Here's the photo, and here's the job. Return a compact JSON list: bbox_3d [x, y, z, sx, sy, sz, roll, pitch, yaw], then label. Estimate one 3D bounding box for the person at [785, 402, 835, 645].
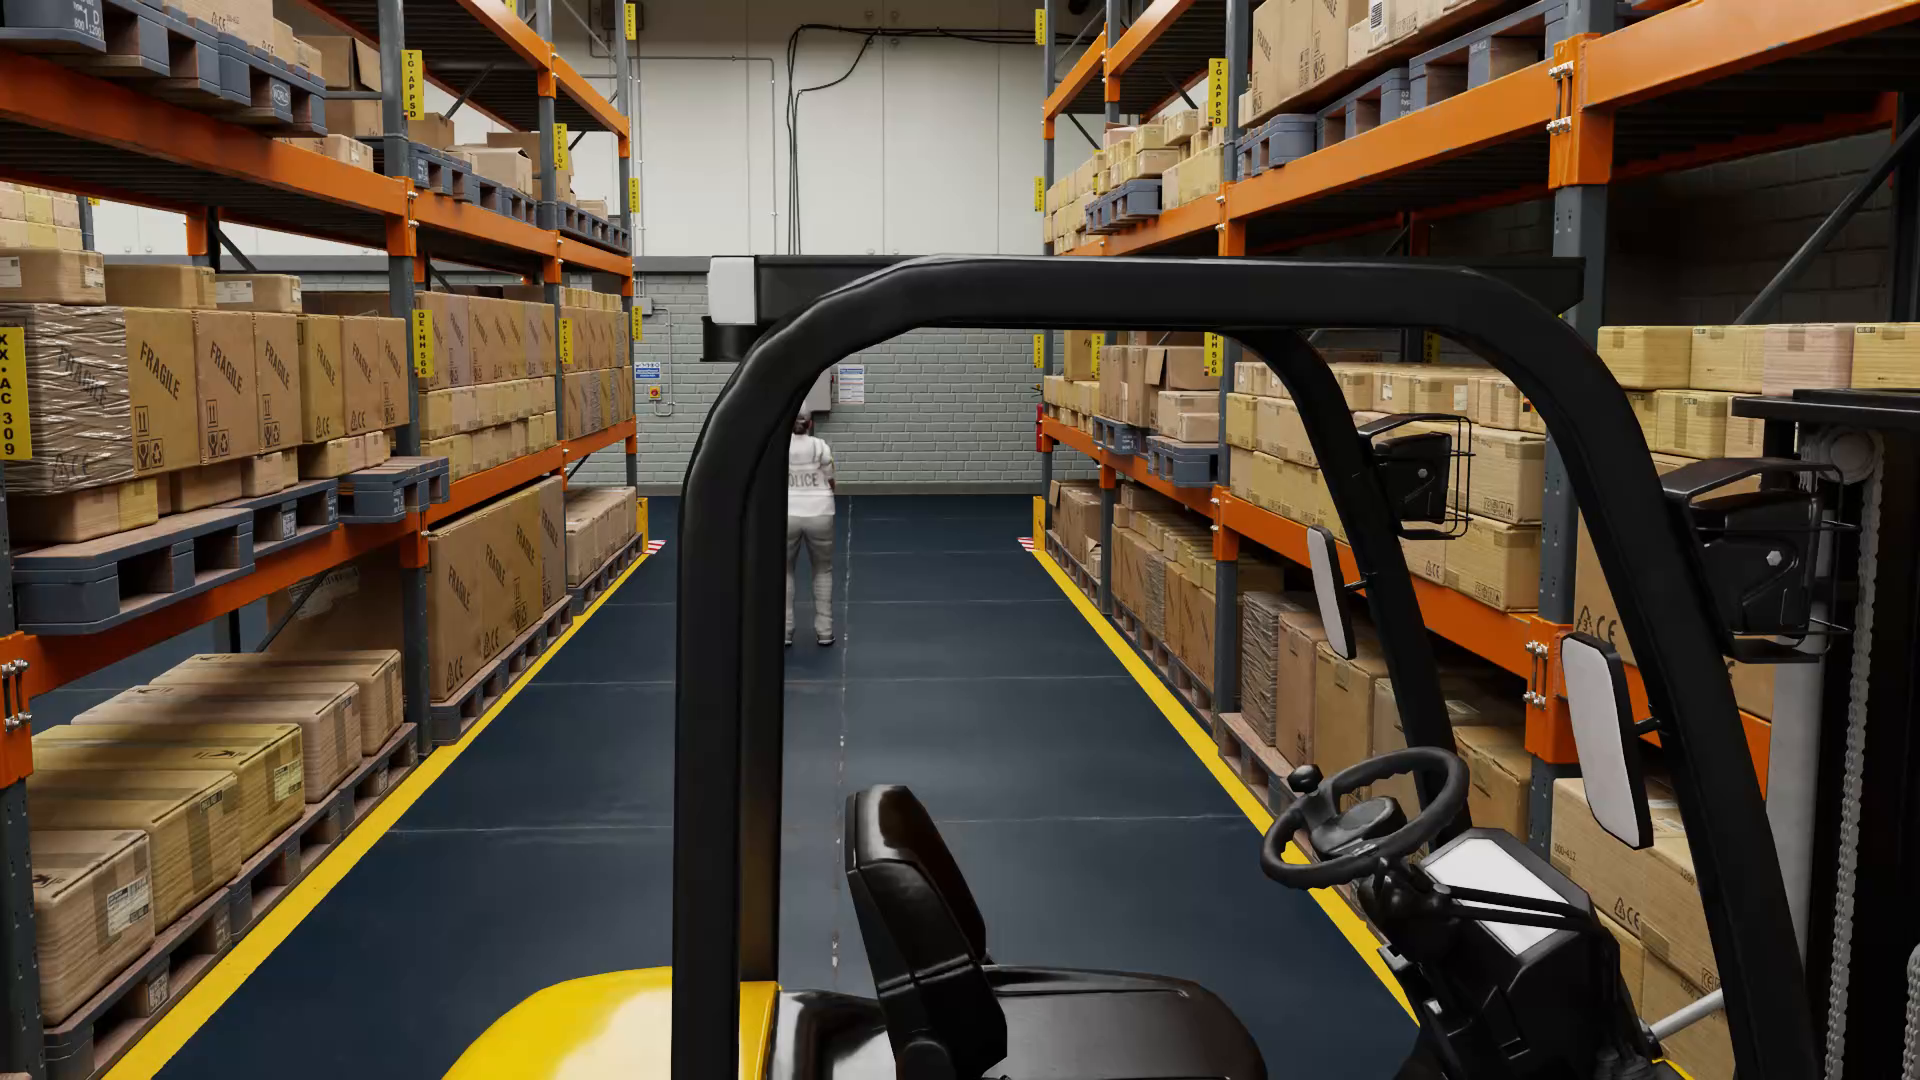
[{"bbox_3d":[-1.071,-0.124,11.300,0.454,1.655,0.535,0,7,-3],"label":"person"}]
